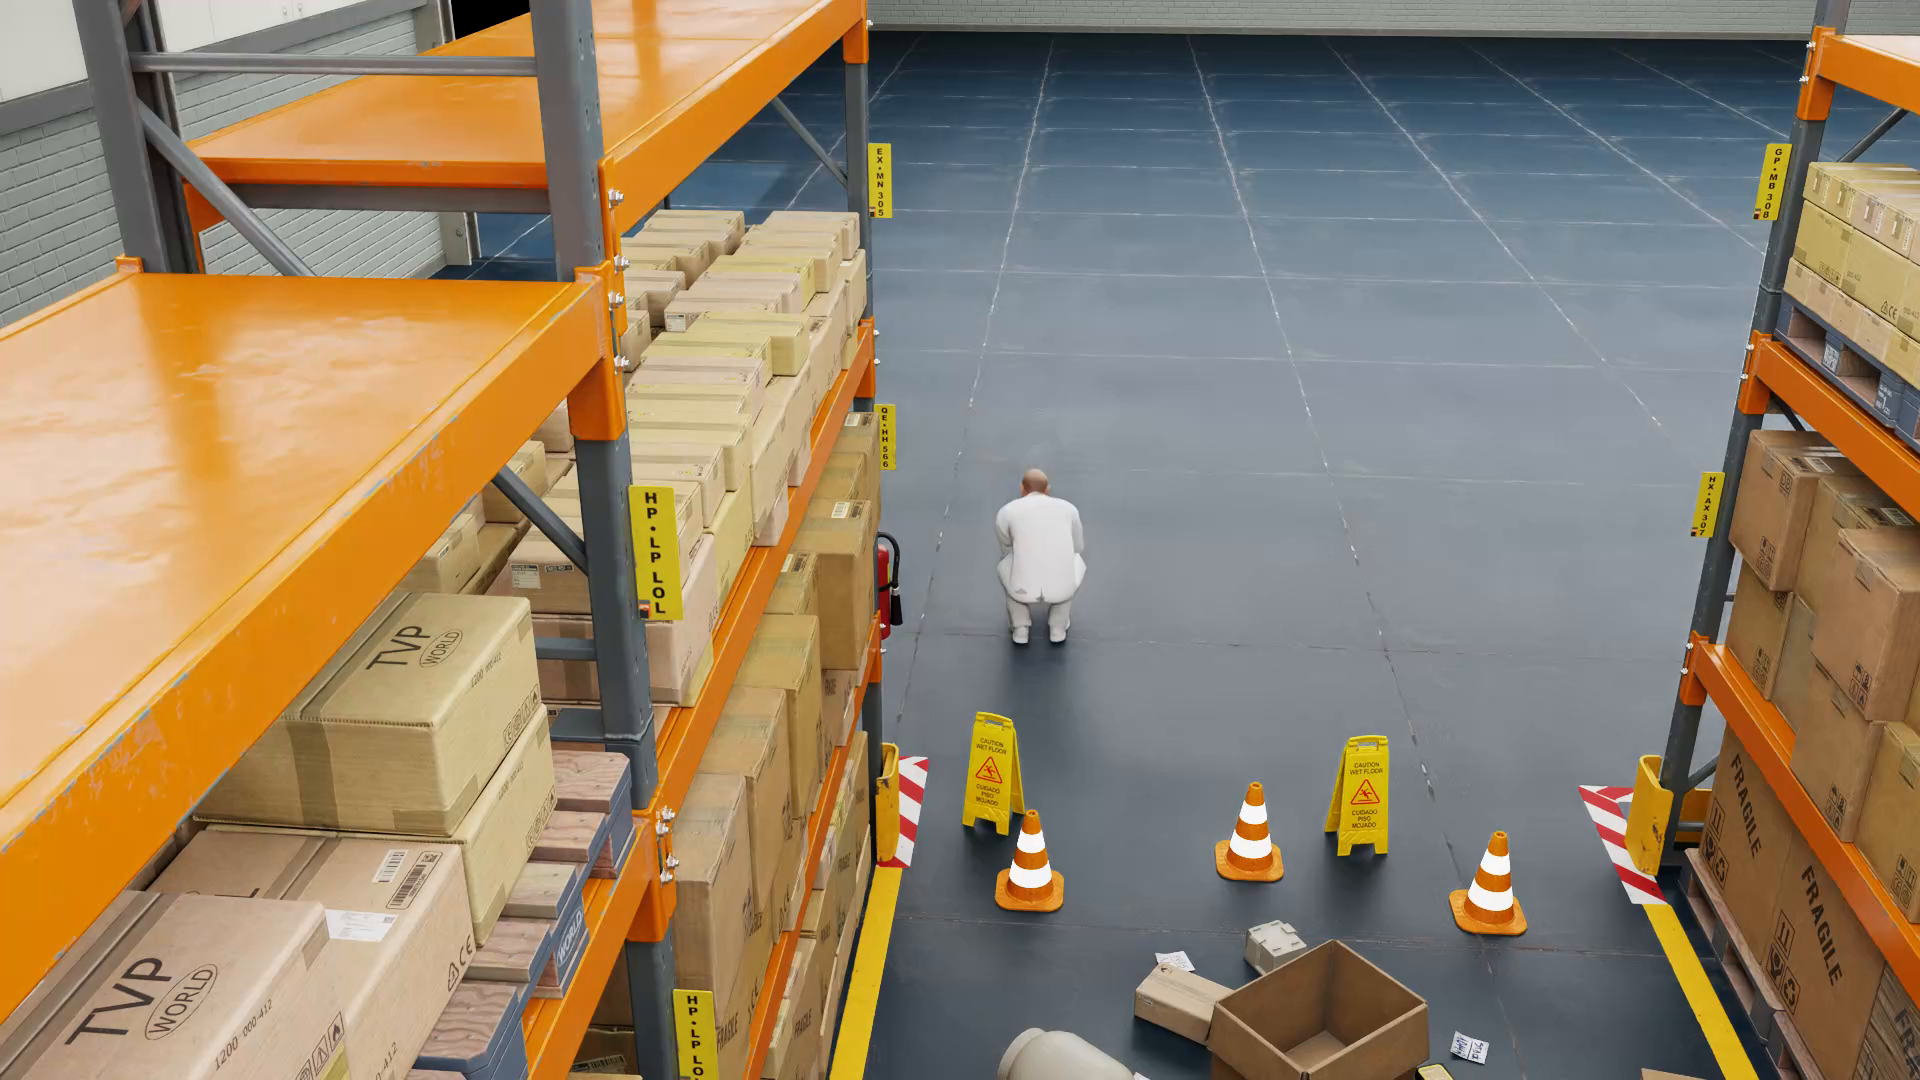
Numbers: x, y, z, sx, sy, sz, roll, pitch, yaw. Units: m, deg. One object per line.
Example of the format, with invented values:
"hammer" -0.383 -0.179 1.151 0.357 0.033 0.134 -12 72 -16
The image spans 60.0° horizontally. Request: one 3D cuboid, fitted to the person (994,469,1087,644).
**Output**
"person" 0.520 0.106 10.783 0.604 0.978 0.909 2 24 4
